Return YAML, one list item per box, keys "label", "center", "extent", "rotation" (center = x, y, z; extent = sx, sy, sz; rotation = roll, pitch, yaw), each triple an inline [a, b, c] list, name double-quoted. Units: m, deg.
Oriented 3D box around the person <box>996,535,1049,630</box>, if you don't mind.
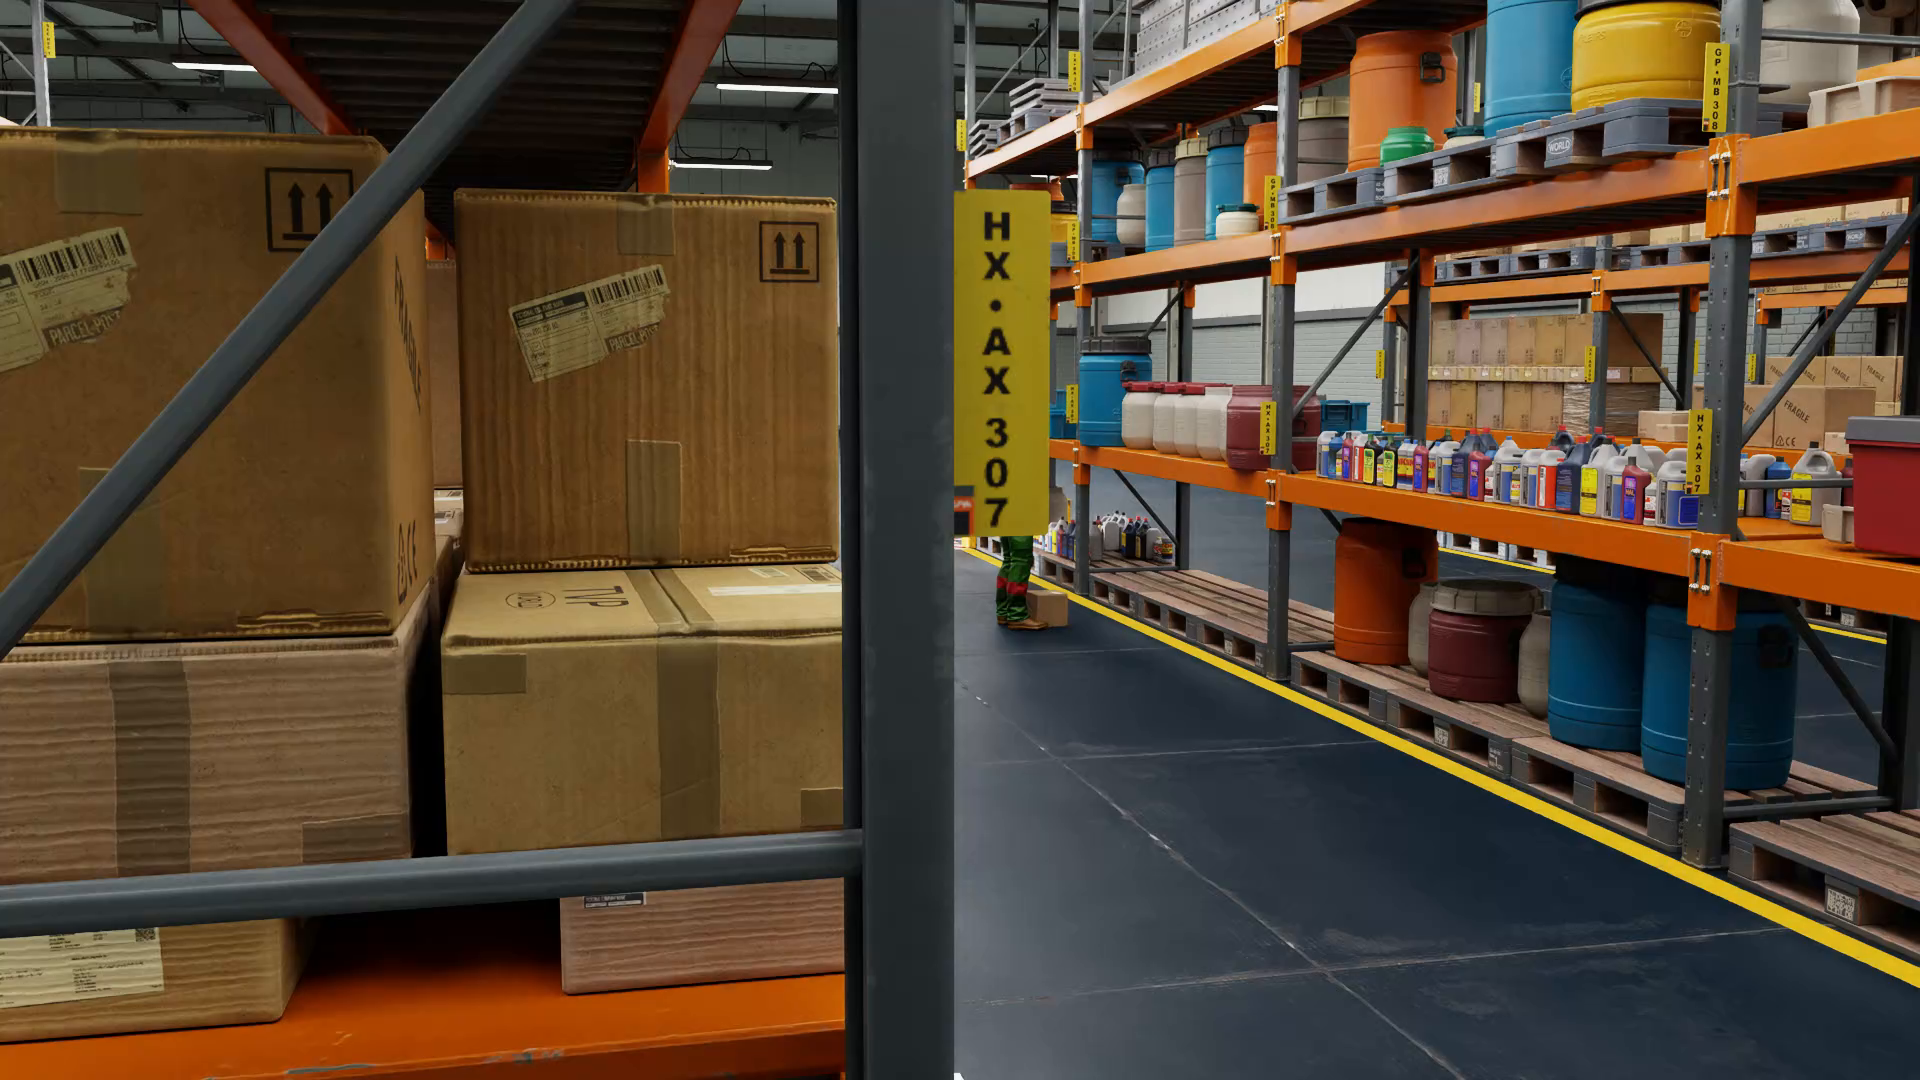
- label: "person"
  center: [0.434, -0.234, 12.532]
  extent: [0.446, 1.780, 0.623]
  rotation: [-2, 6, -16]
